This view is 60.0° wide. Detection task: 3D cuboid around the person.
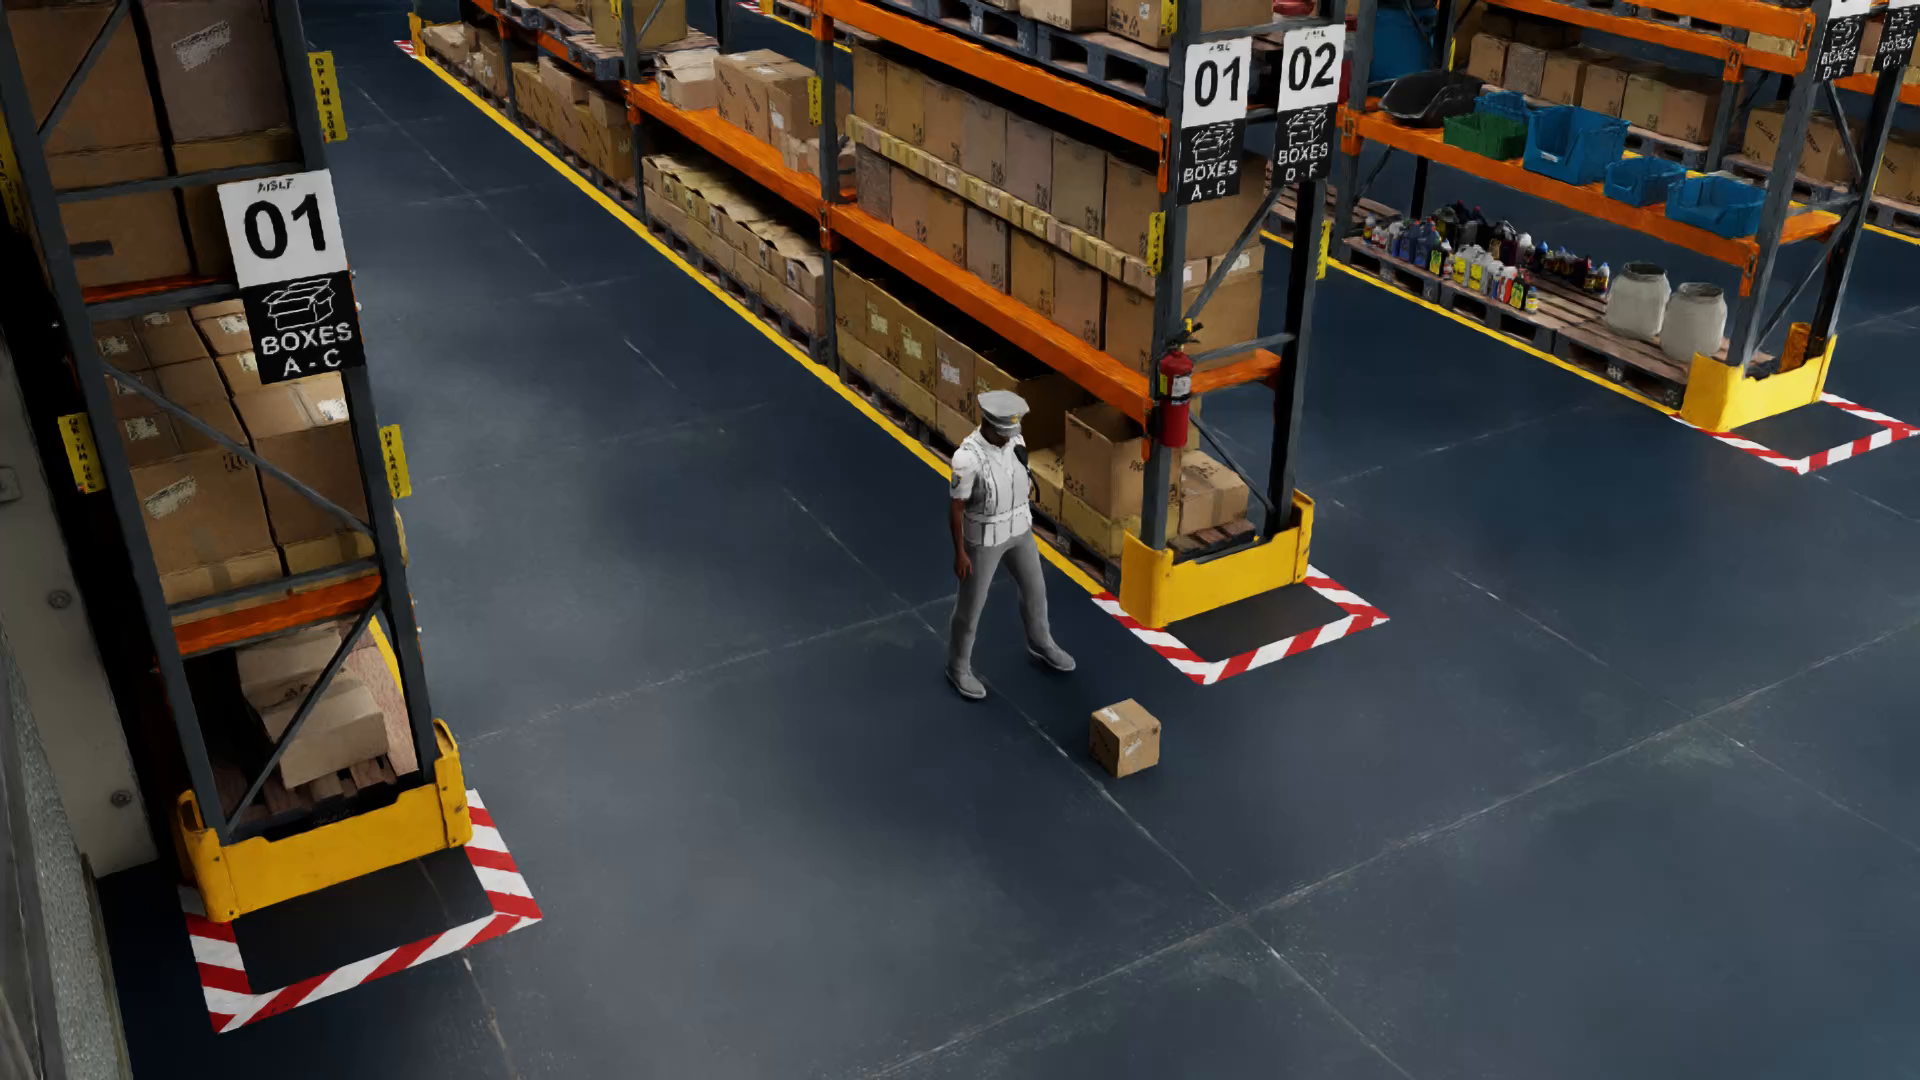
[{"bbox_3d":[0.259,-0.004,8.540,0.649,1.647,0.442,-22,36,-34],"label":"person"}]
